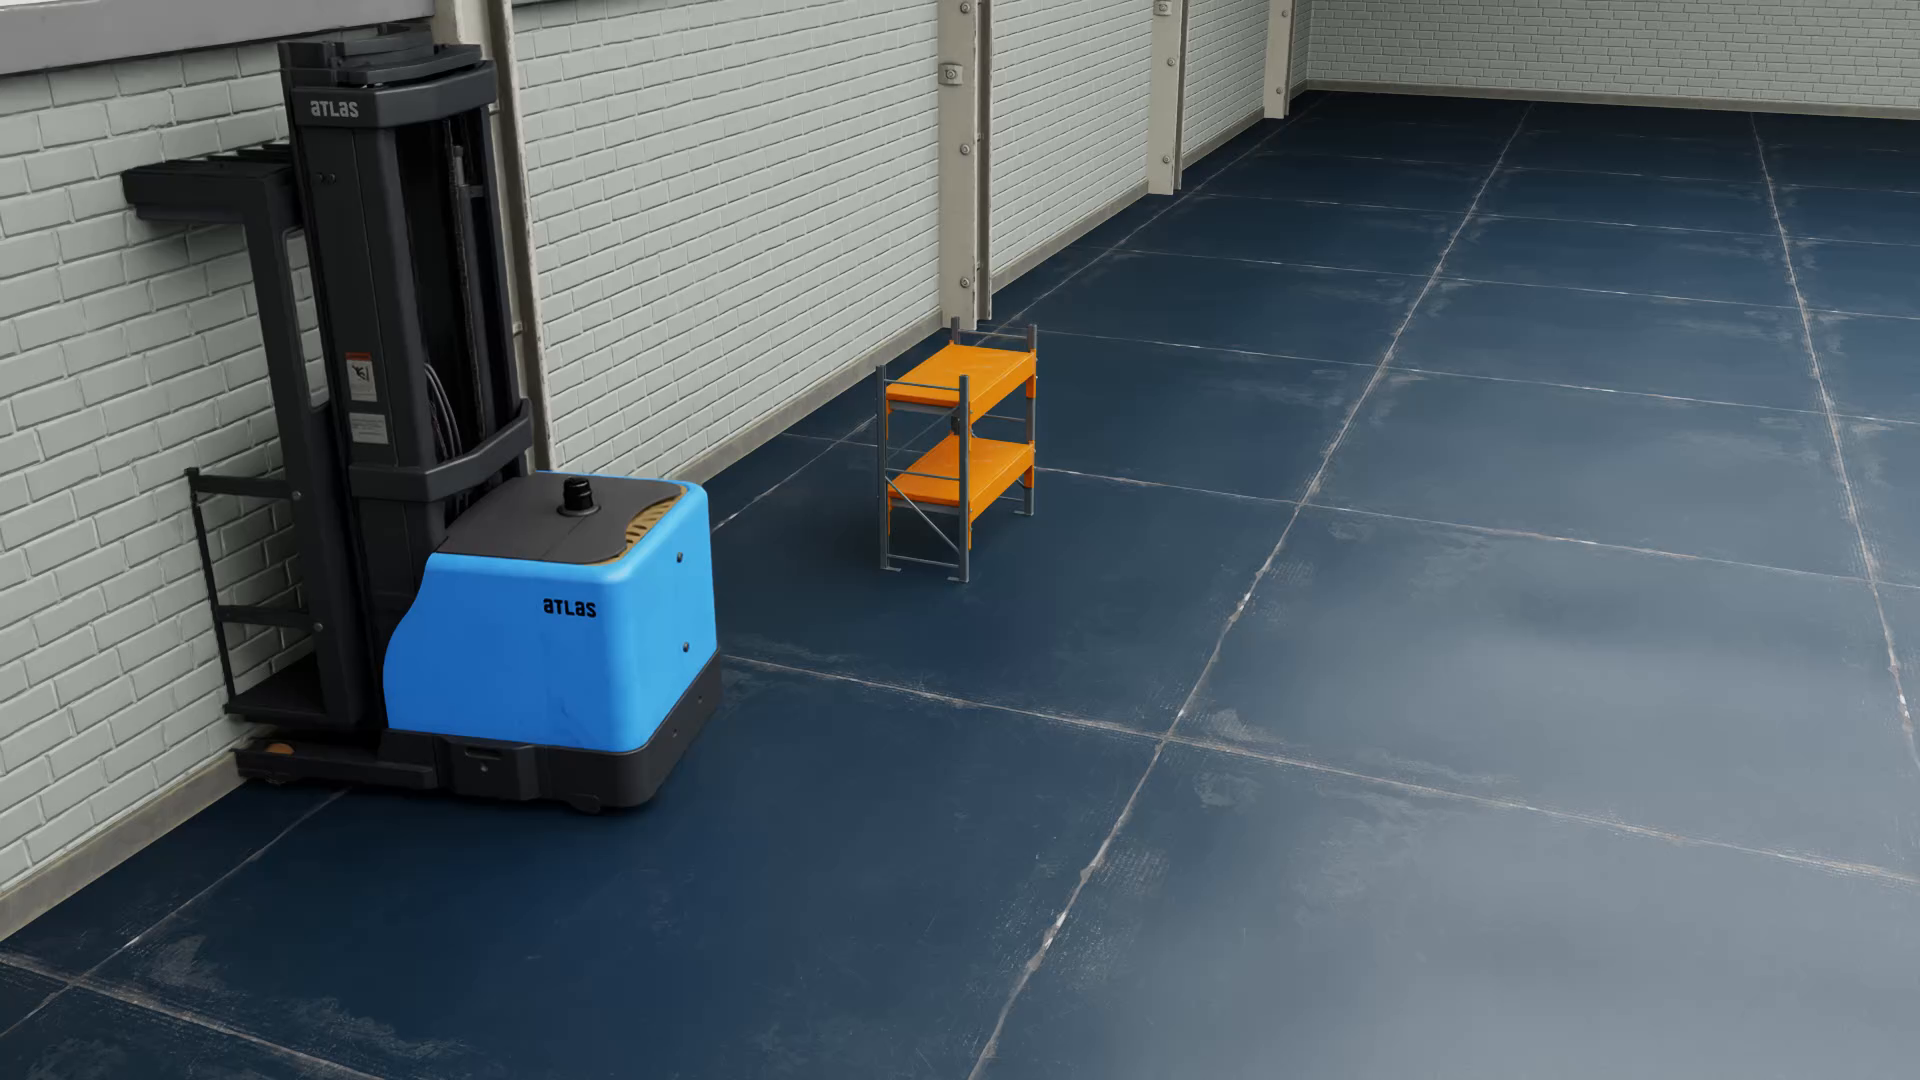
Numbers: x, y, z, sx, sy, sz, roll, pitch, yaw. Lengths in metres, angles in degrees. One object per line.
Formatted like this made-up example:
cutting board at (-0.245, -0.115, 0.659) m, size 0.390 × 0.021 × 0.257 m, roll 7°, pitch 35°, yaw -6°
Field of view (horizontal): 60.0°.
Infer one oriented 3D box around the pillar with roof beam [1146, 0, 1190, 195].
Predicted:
pillar with roof beam at (6.267, -7.444, 15.396) m, size 9.100 × 9.000 × 0.400 m, roll 9°, pitch 24°, yaw 20°

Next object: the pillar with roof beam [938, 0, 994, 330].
pillar with roof beam at (4.039, -5.297, 10.255) m, size 9.100 × 9.000 × 0.400 m, roll 9°, pitch 24°, yaw 20°

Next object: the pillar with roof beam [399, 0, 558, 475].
pillar with roof beam at (1.810, -3.150, 5.115) m, size 9.100 × 9.000 × 0.400 m, roll 9°, pitch 24°, yaw 20°

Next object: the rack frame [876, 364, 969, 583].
rack frame at (-0.191, -0.335, 8.592) m, size 0.500 × 1.125 × 0.032 m, roll 9°, pitch 24°, yaw 20°

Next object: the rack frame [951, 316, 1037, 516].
rack frame at (0.186, -0.699, 9.463) m, size 0.500 × 1.125 × 0.032 m, roll 9°, pitch 24°, yaw 20°

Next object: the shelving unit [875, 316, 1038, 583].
shelving unit at (-0.003, -0.517, 9.027) m, size 0.538 × 1.125 × 1.048 m, roll 9°, pitch 24°, yaw 20°

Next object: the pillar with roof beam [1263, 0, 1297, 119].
pillar with roof beam at (8.496, -9.591, 20.536) m, size 9.100 × 9.000 × 0.400 m, roll 9°, pitch 24°, yaw 20°

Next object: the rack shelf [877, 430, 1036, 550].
rack shelf at (-0.003, -0.291, 9.122) m, size 0.538 × 0.278 × 1.000 m, roll 9°, pitch 24°, yaw 20°

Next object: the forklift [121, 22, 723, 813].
forklift at (-2.623, -0.541, 6.742) m, size 3.031 × 2.935 × 1.130 m, roll 4°, pitch 23°, yaw 11°

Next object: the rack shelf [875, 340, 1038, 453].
rack shelf at (-0.003, -0.787, 8.915) m, size 0.538 × 0.278 × 1.000 m, roll 9°, pitch 24°, yaw 20°
